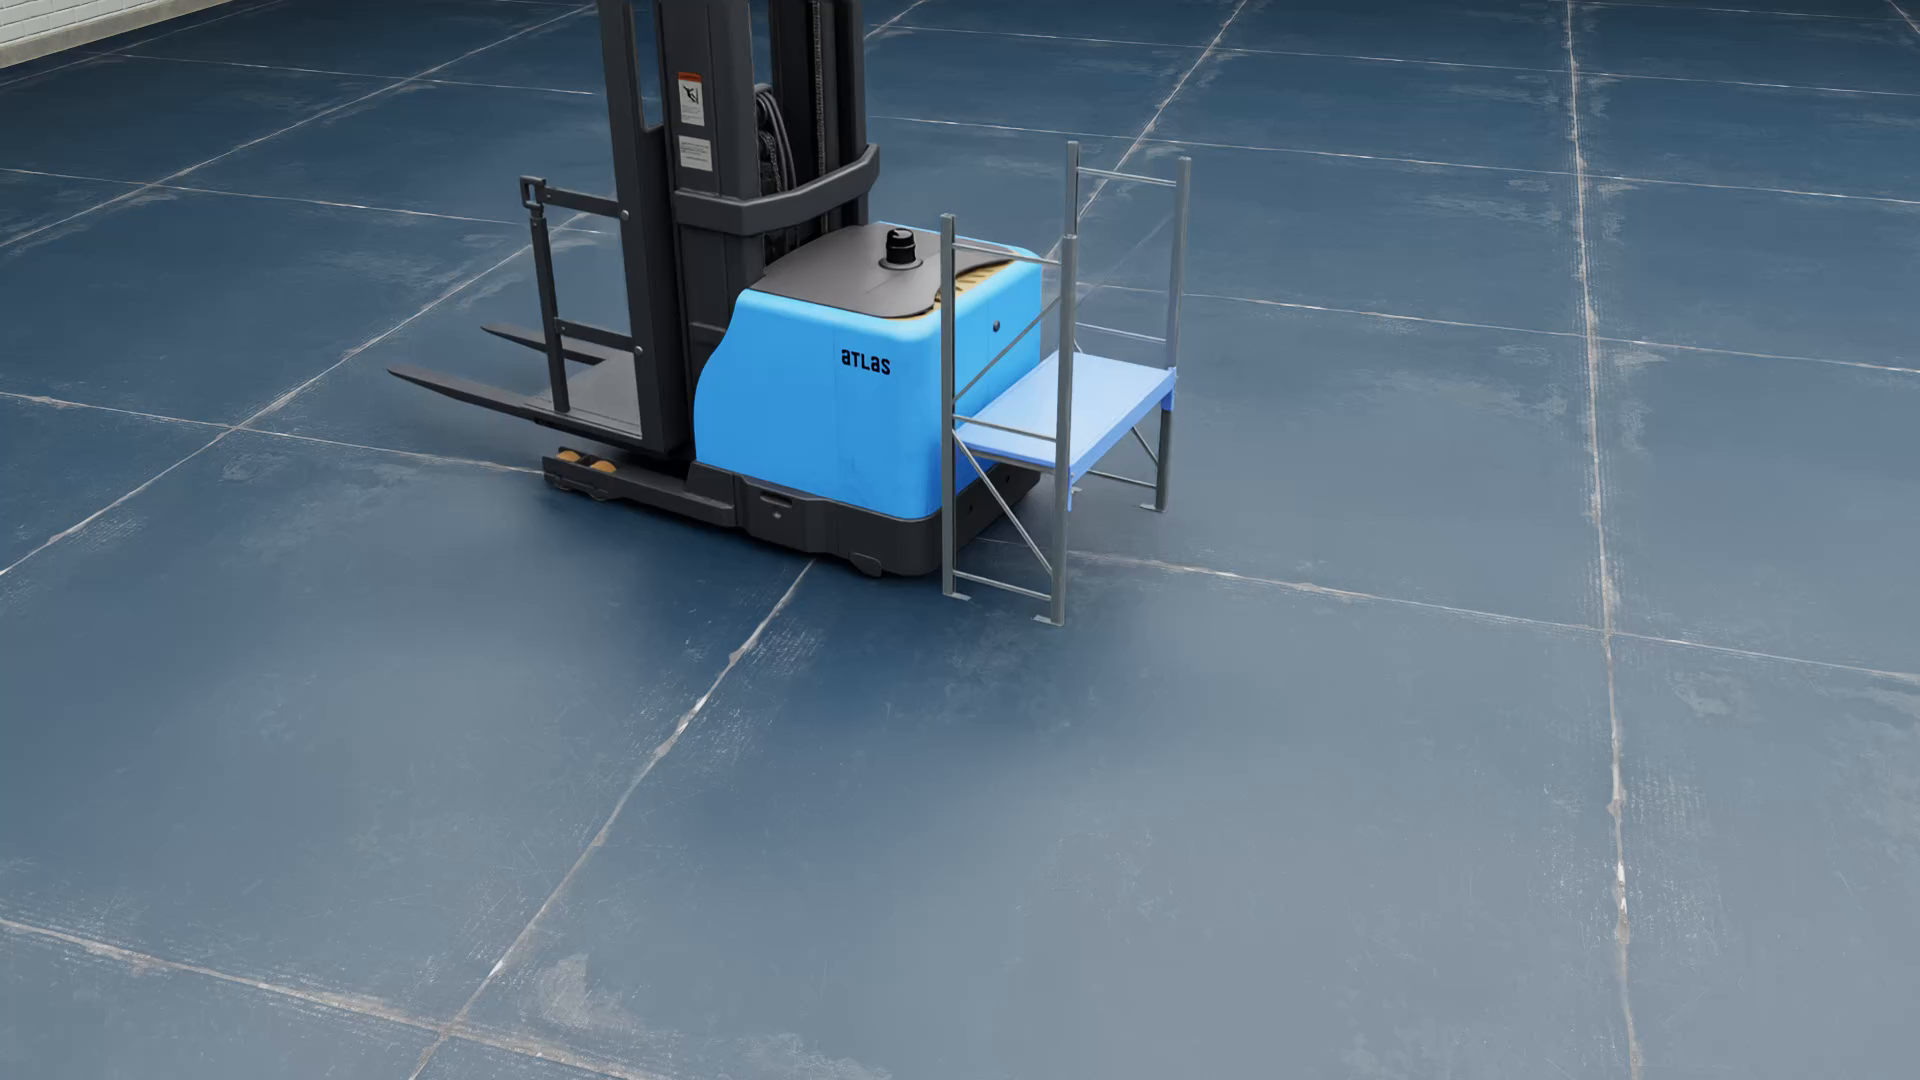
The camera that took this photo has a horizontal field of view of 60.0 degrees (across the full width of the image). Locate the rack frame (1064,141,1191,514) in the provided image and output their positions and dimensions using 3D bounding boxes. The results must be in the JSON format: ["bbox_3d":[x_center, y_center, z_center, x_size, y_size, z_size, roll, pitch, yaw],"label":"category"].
[{"bbox_3d":[0.640,-0.829,6.696,0.500,1.500,0.032,15,32,24],"label":"rack frame"}]

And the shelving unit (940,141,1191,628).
[{"bbox_3d":[0.400,-0.611,6.305,0.538,1.500,1.048,15,32,24],"label":"shelving unit"}]

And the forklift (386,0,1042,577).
[{"bbox_3d":[-1.192,-1.651,6.703,3.031,2.935,1.130,16,33,26],"label":"forklift"}]

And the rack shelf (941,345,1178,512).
[{"bbox_3d":[0.400,-0.454,6.392,0.538,0.185,1.000,15,32,24],"label":"rack shelf"}]

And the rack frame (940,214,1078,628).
[{"bbox_3d":[0.160,-0.393,5.913,0.500,1.500,0.032,15,32,24],"label":"rack frame"}]
